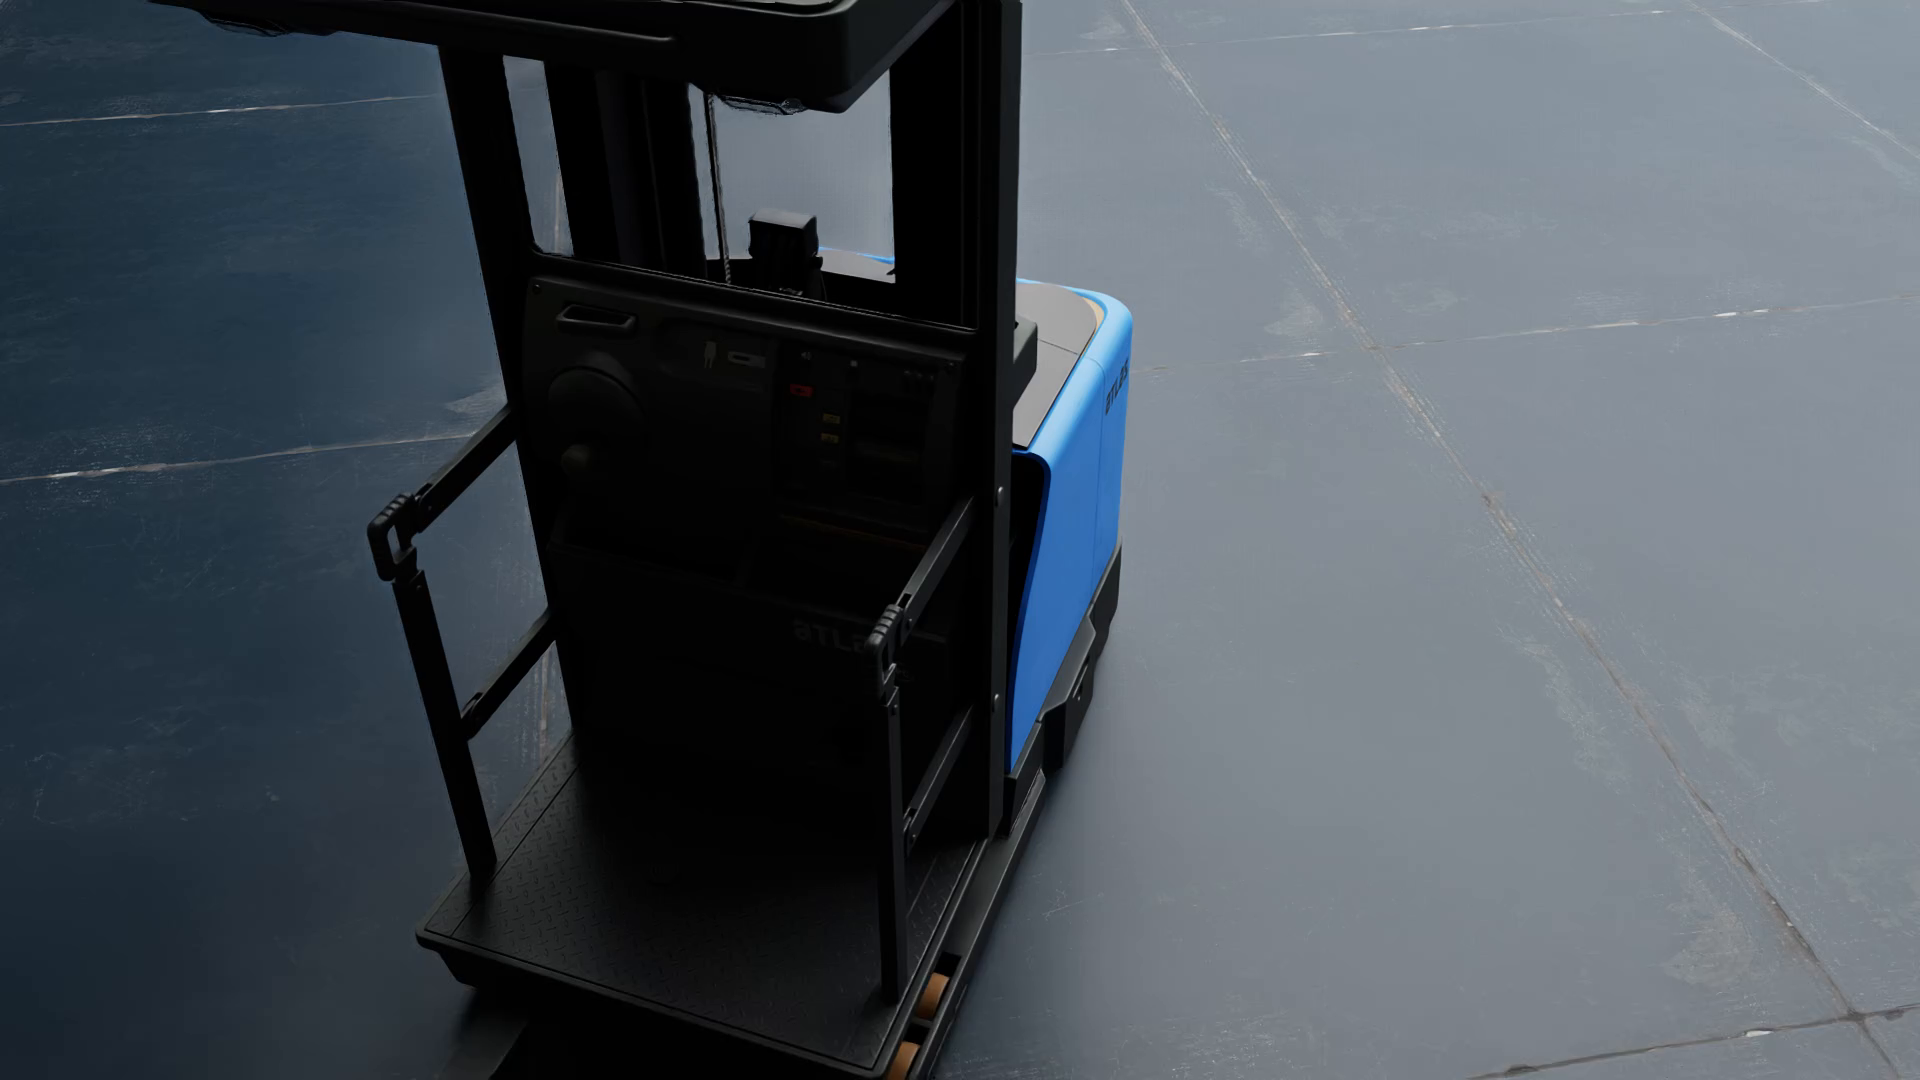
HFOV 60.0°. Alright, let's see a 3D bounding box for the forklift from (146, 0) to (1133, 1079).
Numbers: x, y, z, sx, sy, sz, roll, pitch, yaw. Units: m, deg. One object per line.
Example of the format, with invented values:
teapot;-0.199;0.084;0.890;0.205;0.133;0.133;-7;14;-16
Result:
forklift;-0.511;-0.191;3.107;1.130;2.935;3.031;12;40;15
